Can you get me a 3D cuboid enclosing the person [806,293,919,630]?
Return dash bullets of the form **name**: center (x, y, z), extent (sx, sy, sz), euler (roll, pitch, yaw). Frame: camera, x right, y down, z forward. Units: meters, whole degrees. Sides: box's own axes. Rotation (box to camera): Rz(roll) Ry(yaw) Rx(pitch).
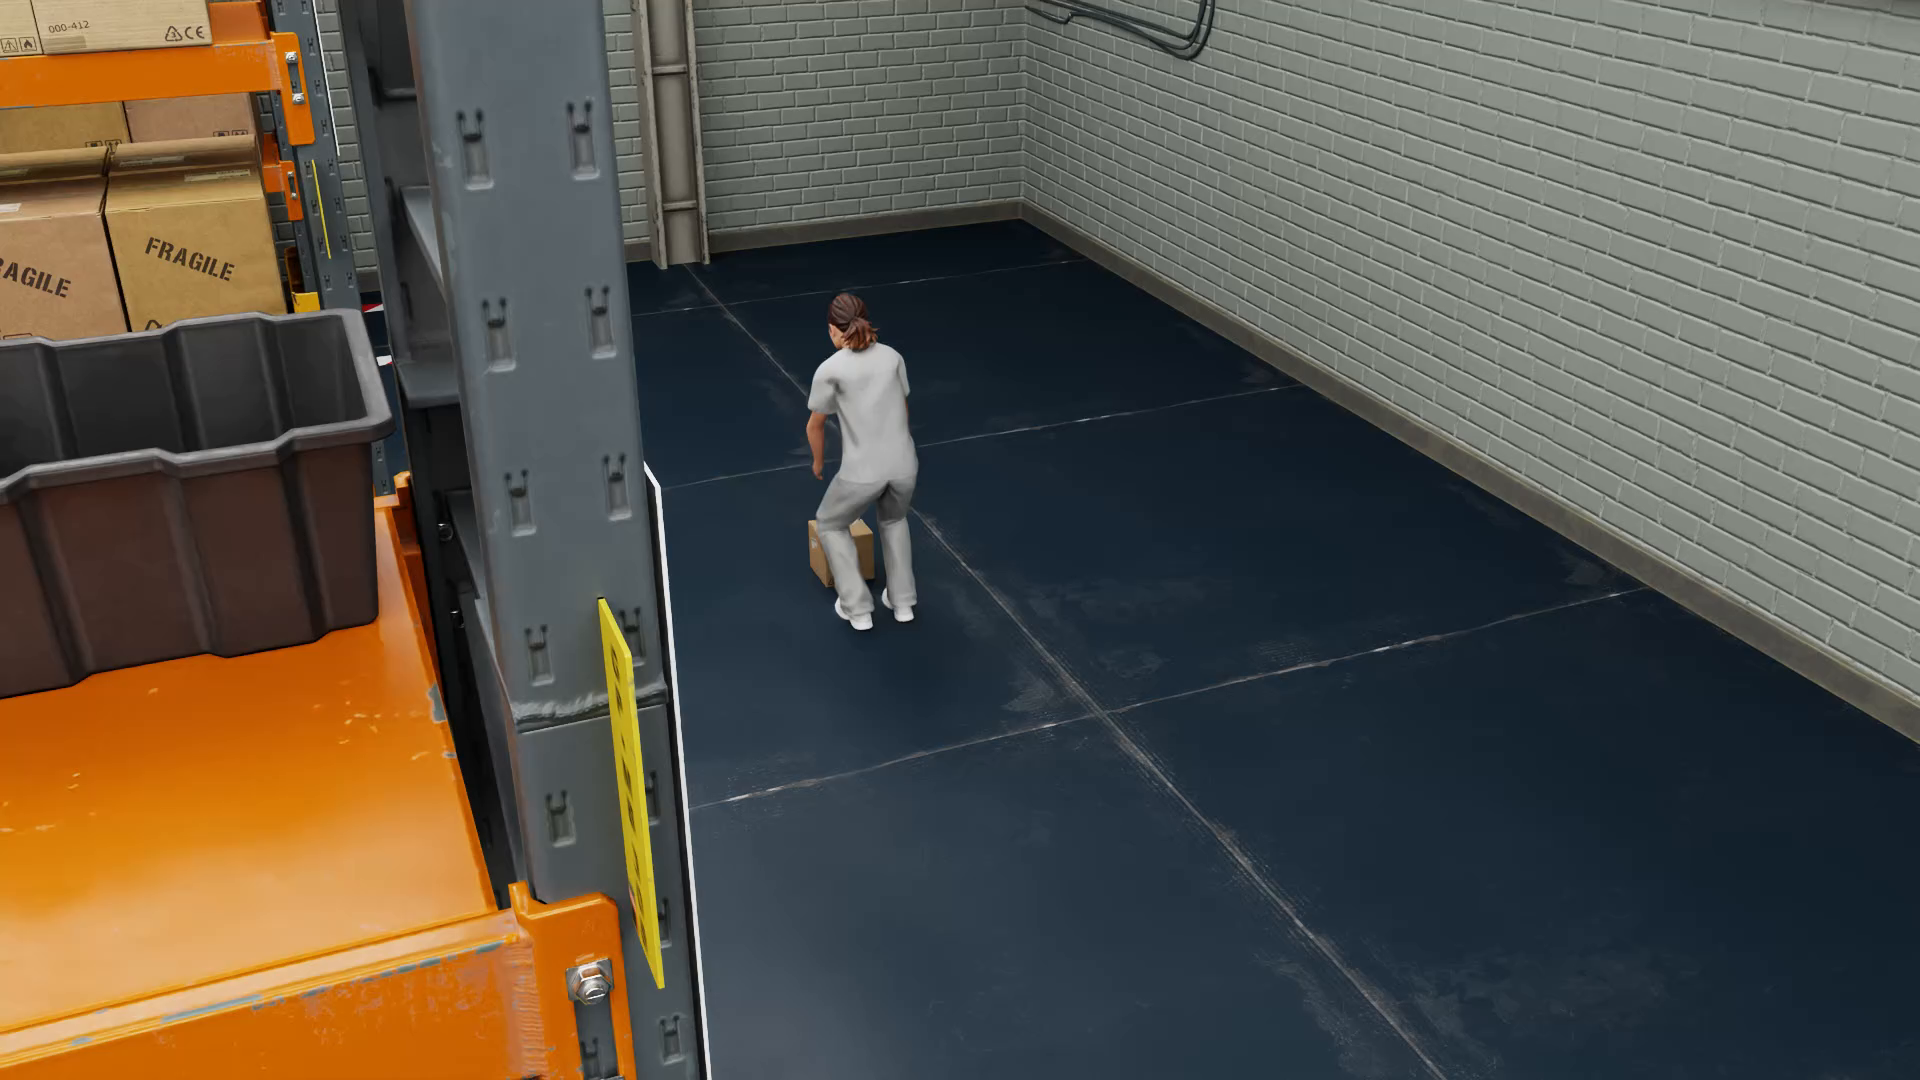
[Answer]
- **person**: center (-0.439, -0.326, 7.499), extent (0.483, 1.494, 0.532), euler (-10, 28, -20)
